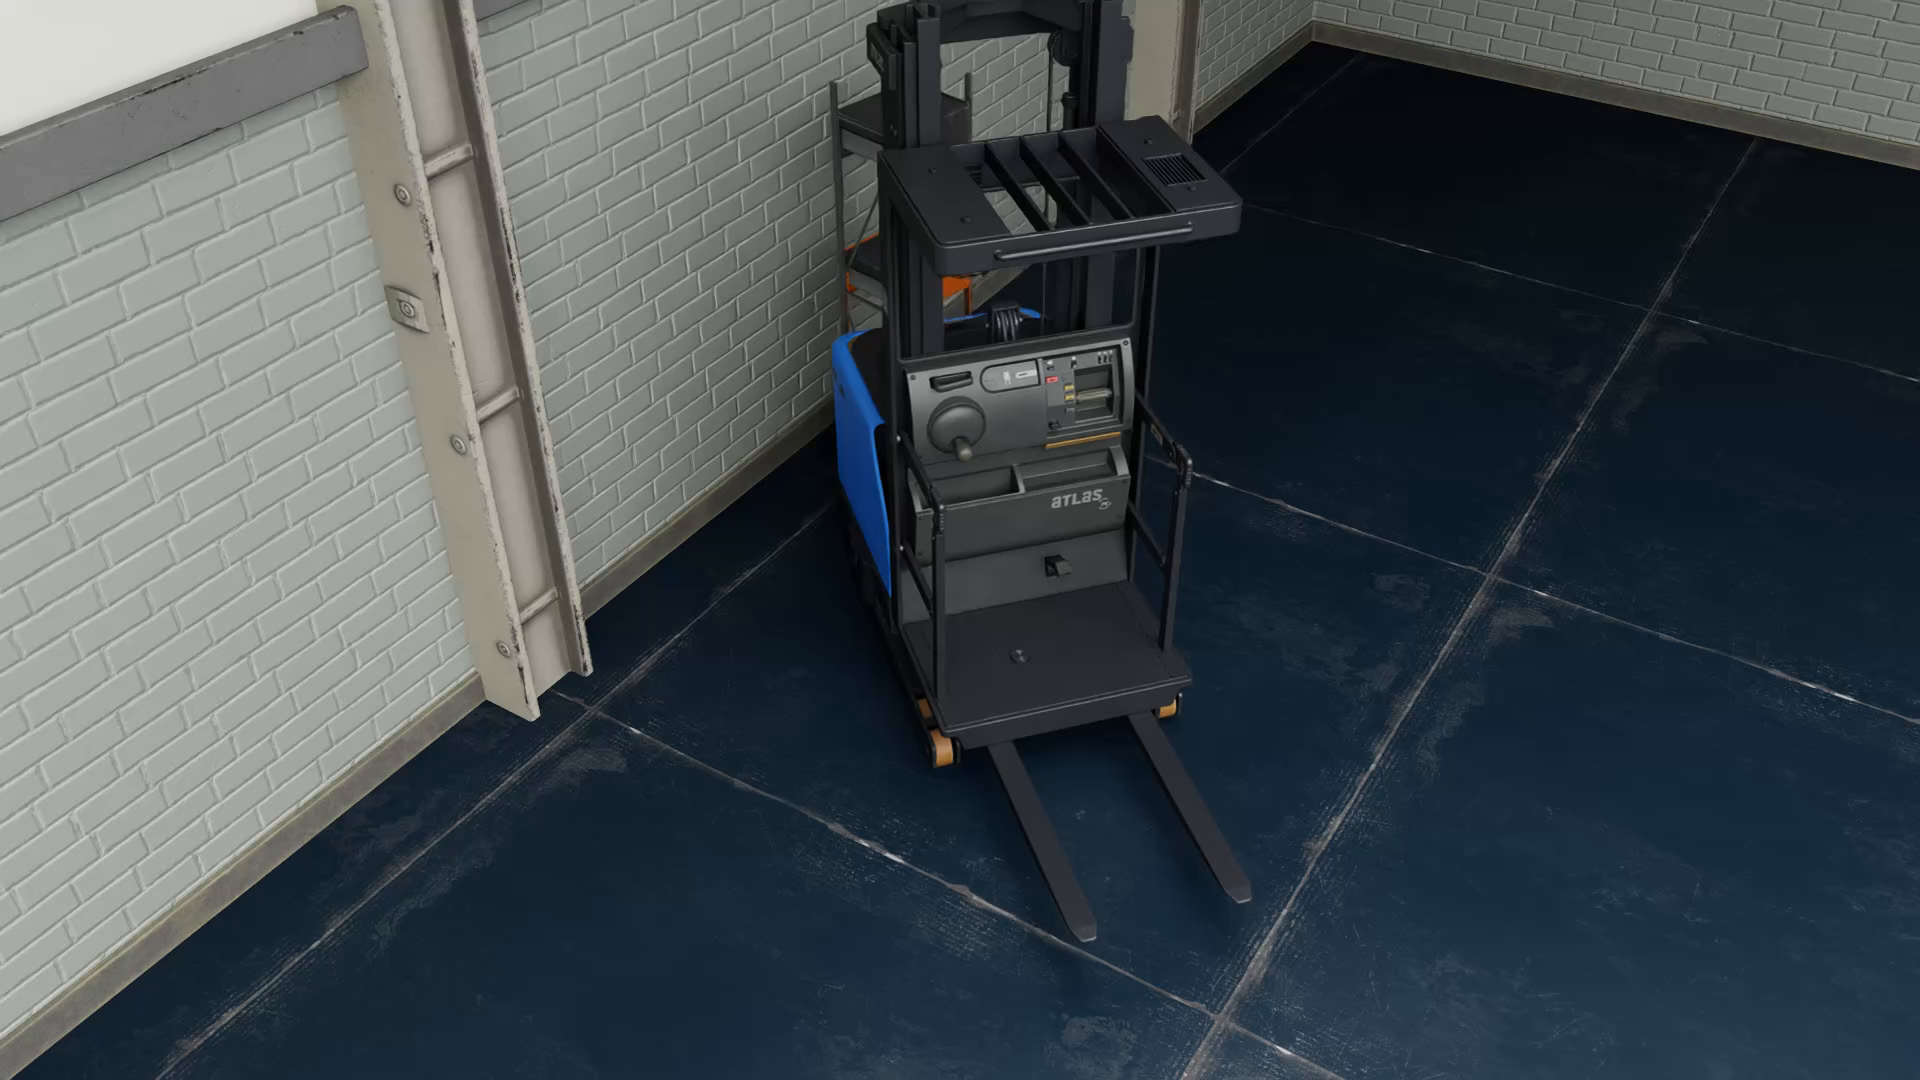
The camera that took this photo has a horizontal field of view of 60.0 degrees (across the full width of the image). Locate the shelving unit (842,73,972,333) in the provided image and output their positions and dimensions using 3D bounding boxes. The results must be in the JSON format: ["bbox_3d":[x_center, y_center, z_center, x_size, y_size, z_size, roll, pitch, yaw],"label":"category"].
[{"bbox_3d":[-0.259,-1.232,8.068,0.431,2.100,0.492,30,47,33],"label":"shelving unit"}]

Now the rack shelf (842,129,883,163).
[{"bbox_3d":[-0.263,-1.853,7.585,0.332,0.100,0.442,30,47,33],"label":"rack shelf"}]

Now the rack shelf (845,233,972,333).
[{"bbox_3d":[-0.263,-1.219,8.073,0.431,0.518,0.480,30,47,33],"label":"rack shelf"}]

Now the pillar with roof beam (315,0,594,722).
[{"bbox_3d":[1.765,-1.523,2.794,9.100,9.000,0.400,21,42,25],"label":"pillar with roof beam"}]

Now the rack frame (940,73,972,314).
[{"bbox_3d":[-0.094,-1.338,8.205,0.400,2.100,0.015,30,47,33],"label":"rack frame"}]

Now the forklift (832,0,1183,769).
[{"bbox_3d":[0.311,-0.487,6.420,1.130,2.935,3.031,-11,39,-13],"label":"forklift"}]
